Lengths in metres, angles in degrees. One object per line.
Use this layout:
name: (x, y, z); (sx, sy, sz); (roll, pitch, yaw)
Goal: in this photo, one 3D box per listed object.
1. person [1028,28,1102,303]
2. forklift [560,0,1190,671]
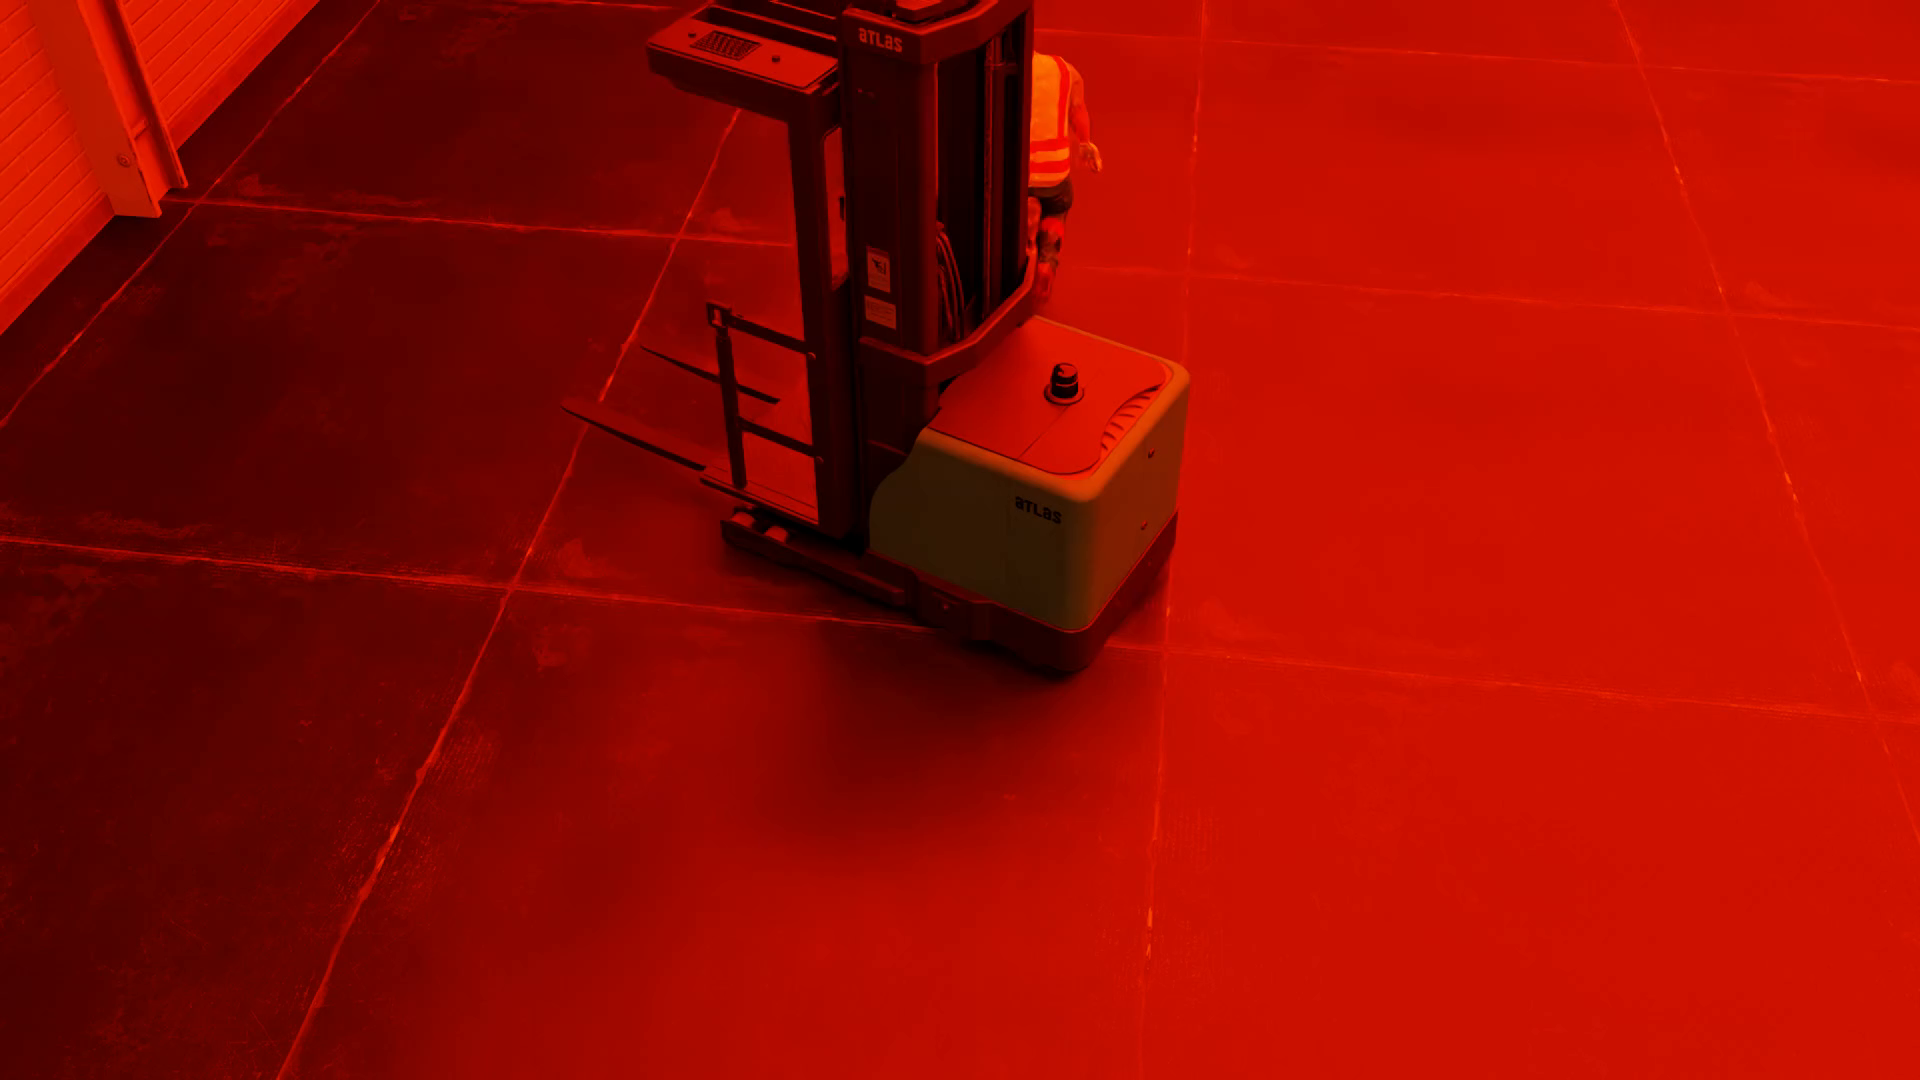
person: (0.385, -2.045, 8.976); (0.852, 1.567, 0.657); (-5, 43, -5)
forklift: (-0.529, -1.263, 7.099); (3.031, 2.935, 1.130); (22, 47, 22)
